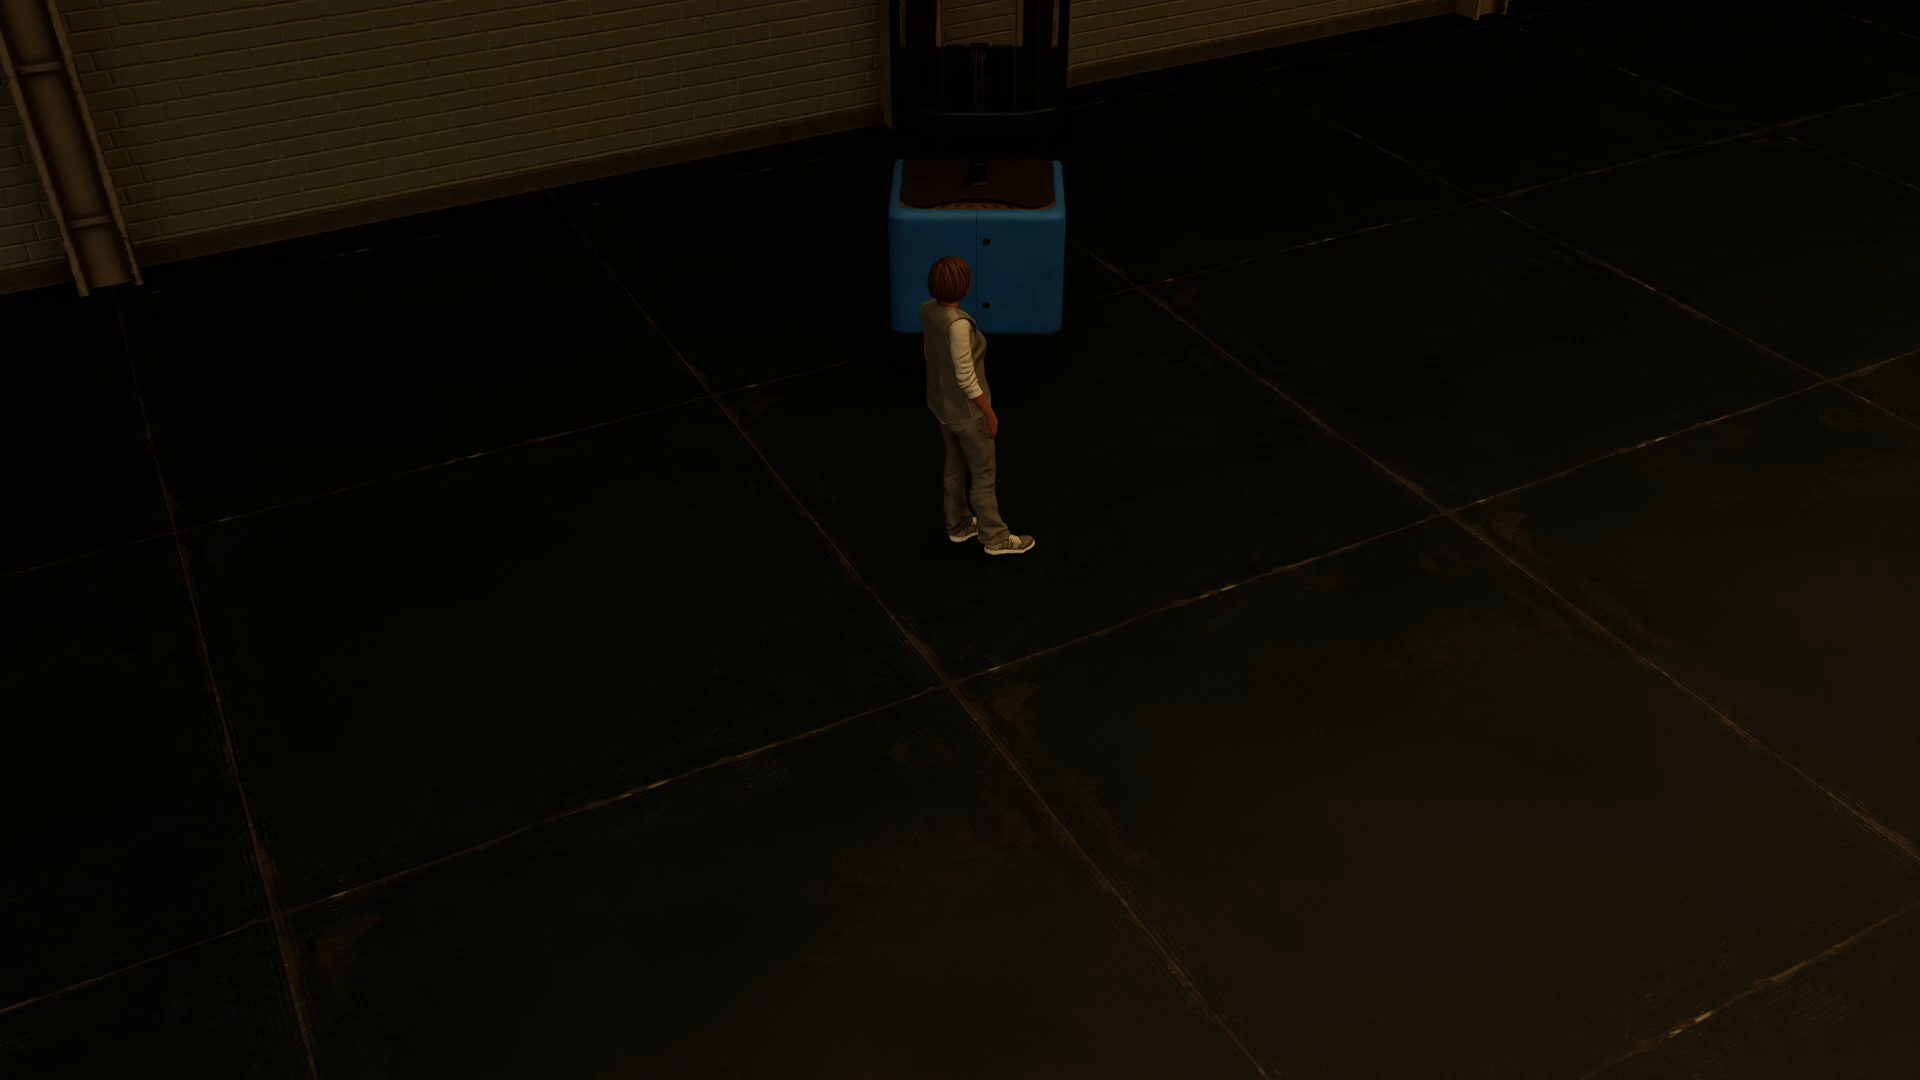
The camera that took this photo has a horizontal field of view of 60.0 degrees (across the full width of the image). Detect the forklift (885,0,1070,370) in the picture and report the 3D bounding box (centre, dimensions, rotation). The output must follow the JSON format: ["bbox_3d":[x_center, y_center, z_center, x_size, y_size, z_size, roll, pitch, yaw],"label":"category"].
[{"bbox_3d":[0.121,-3.037,10.419,1.130,2.935,3.031,1,35,1],"label":"forklift"}]

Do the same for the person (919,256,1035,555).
[{"bbox_3d":[0.072,-0.671,8.215,0.474,1.598,0.519,-17,39,-23],"label":"person"}]
